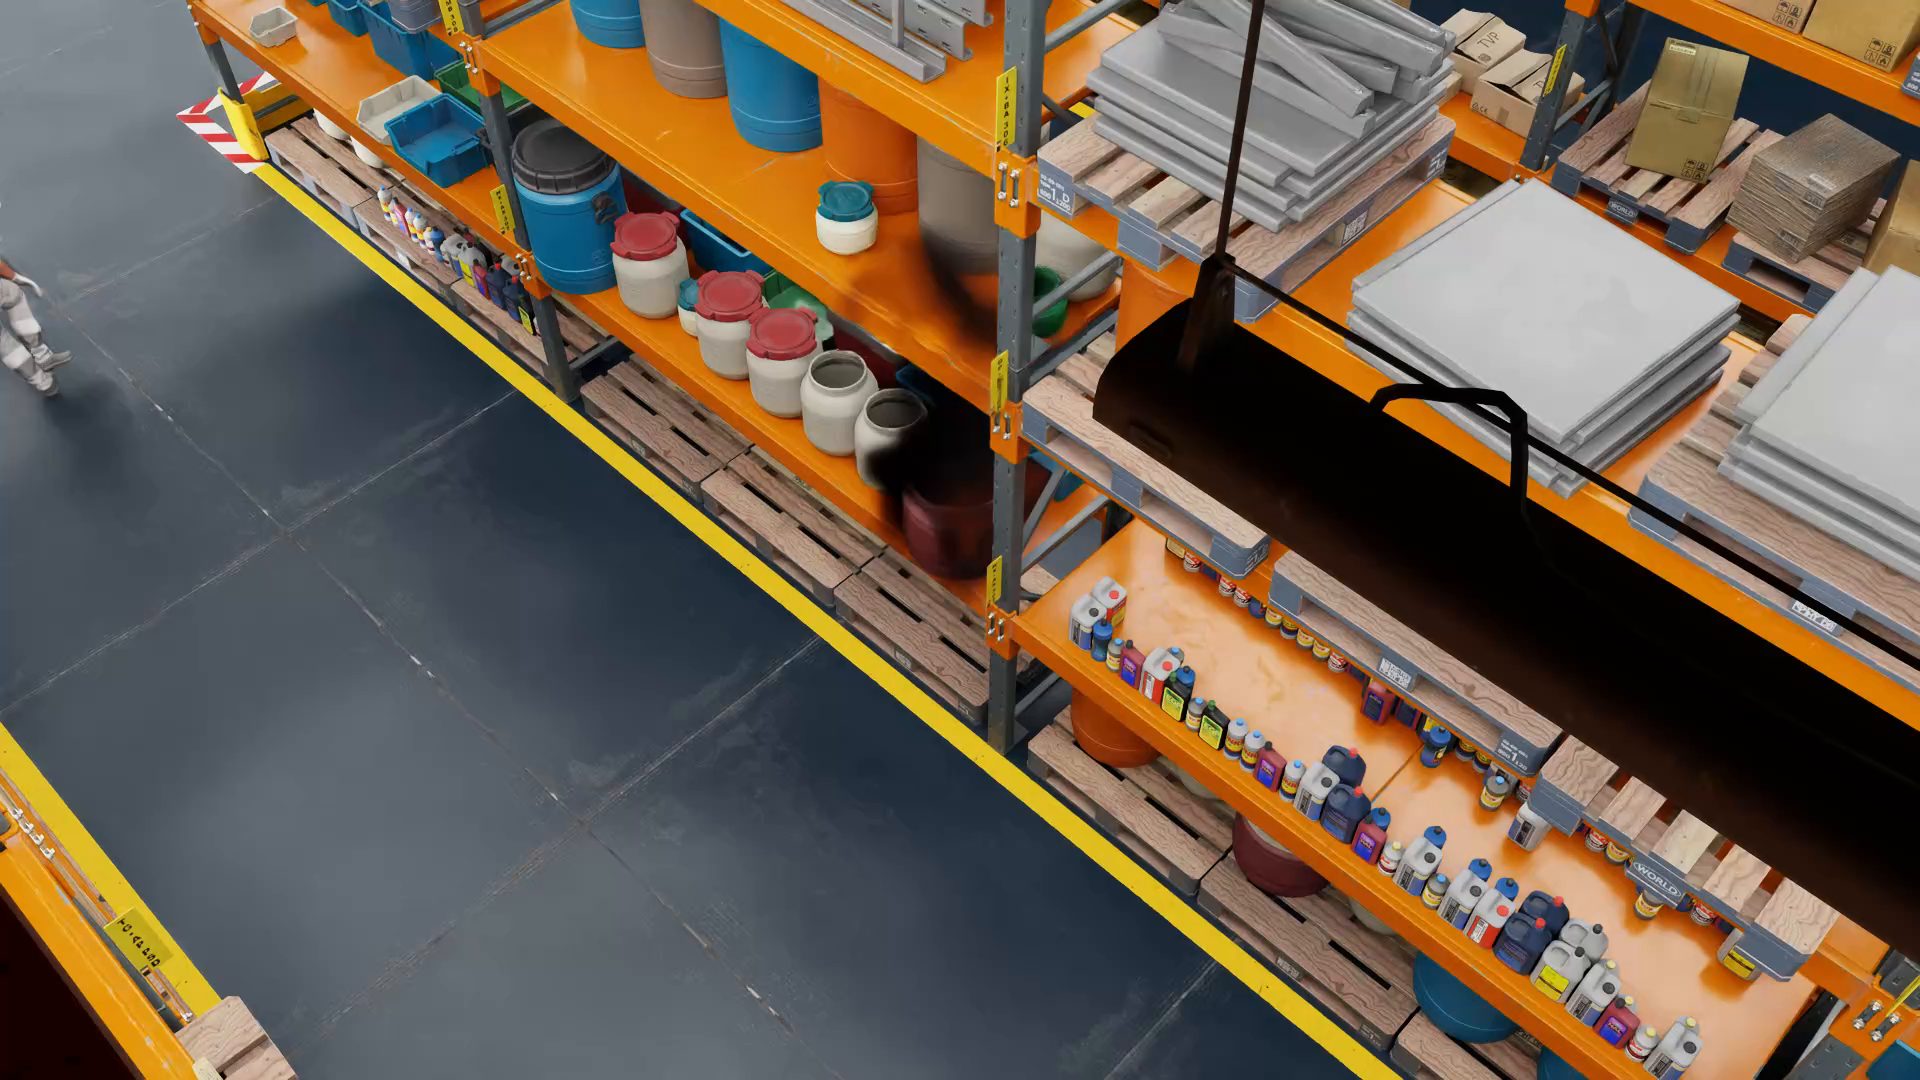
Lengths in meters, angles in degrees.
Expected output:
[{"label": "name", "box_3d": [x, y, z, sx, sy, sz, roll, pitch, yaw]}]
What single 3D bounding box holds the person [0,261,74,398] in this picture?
[{"label": "person", "box_3d": [-6.385, -1.644, 10.678, 0.850, 1.673, 0.692, -21, 53, -17]}]
